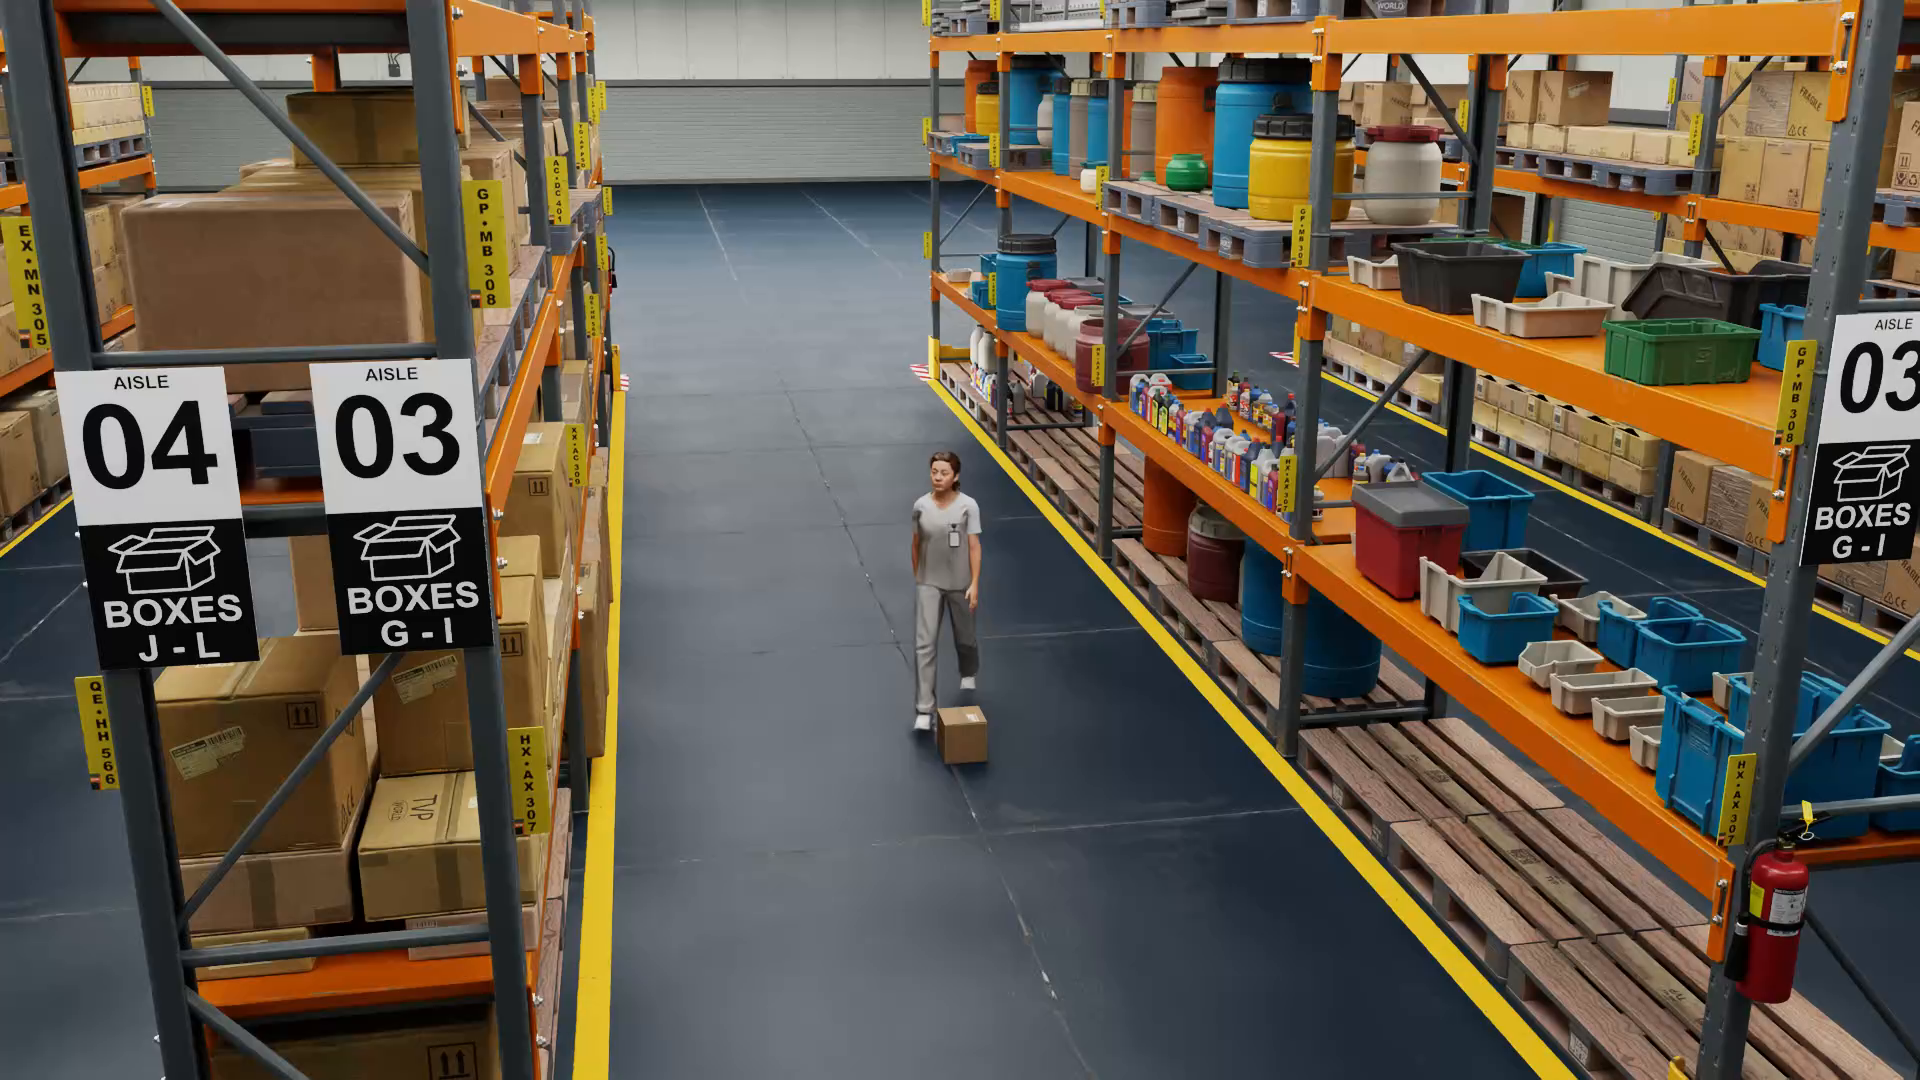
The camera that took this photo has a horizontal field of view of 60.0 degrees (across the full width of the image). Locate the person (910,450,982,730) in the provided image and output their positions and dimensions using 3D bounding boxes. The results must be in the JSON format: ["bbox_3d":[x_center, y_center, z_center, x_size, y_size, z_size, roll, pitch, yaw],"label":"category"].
[{"bbox_3d":[-0.094,0.278,10.086,0.444,1.631,0.911,1,16,5],"label":"person"}]
